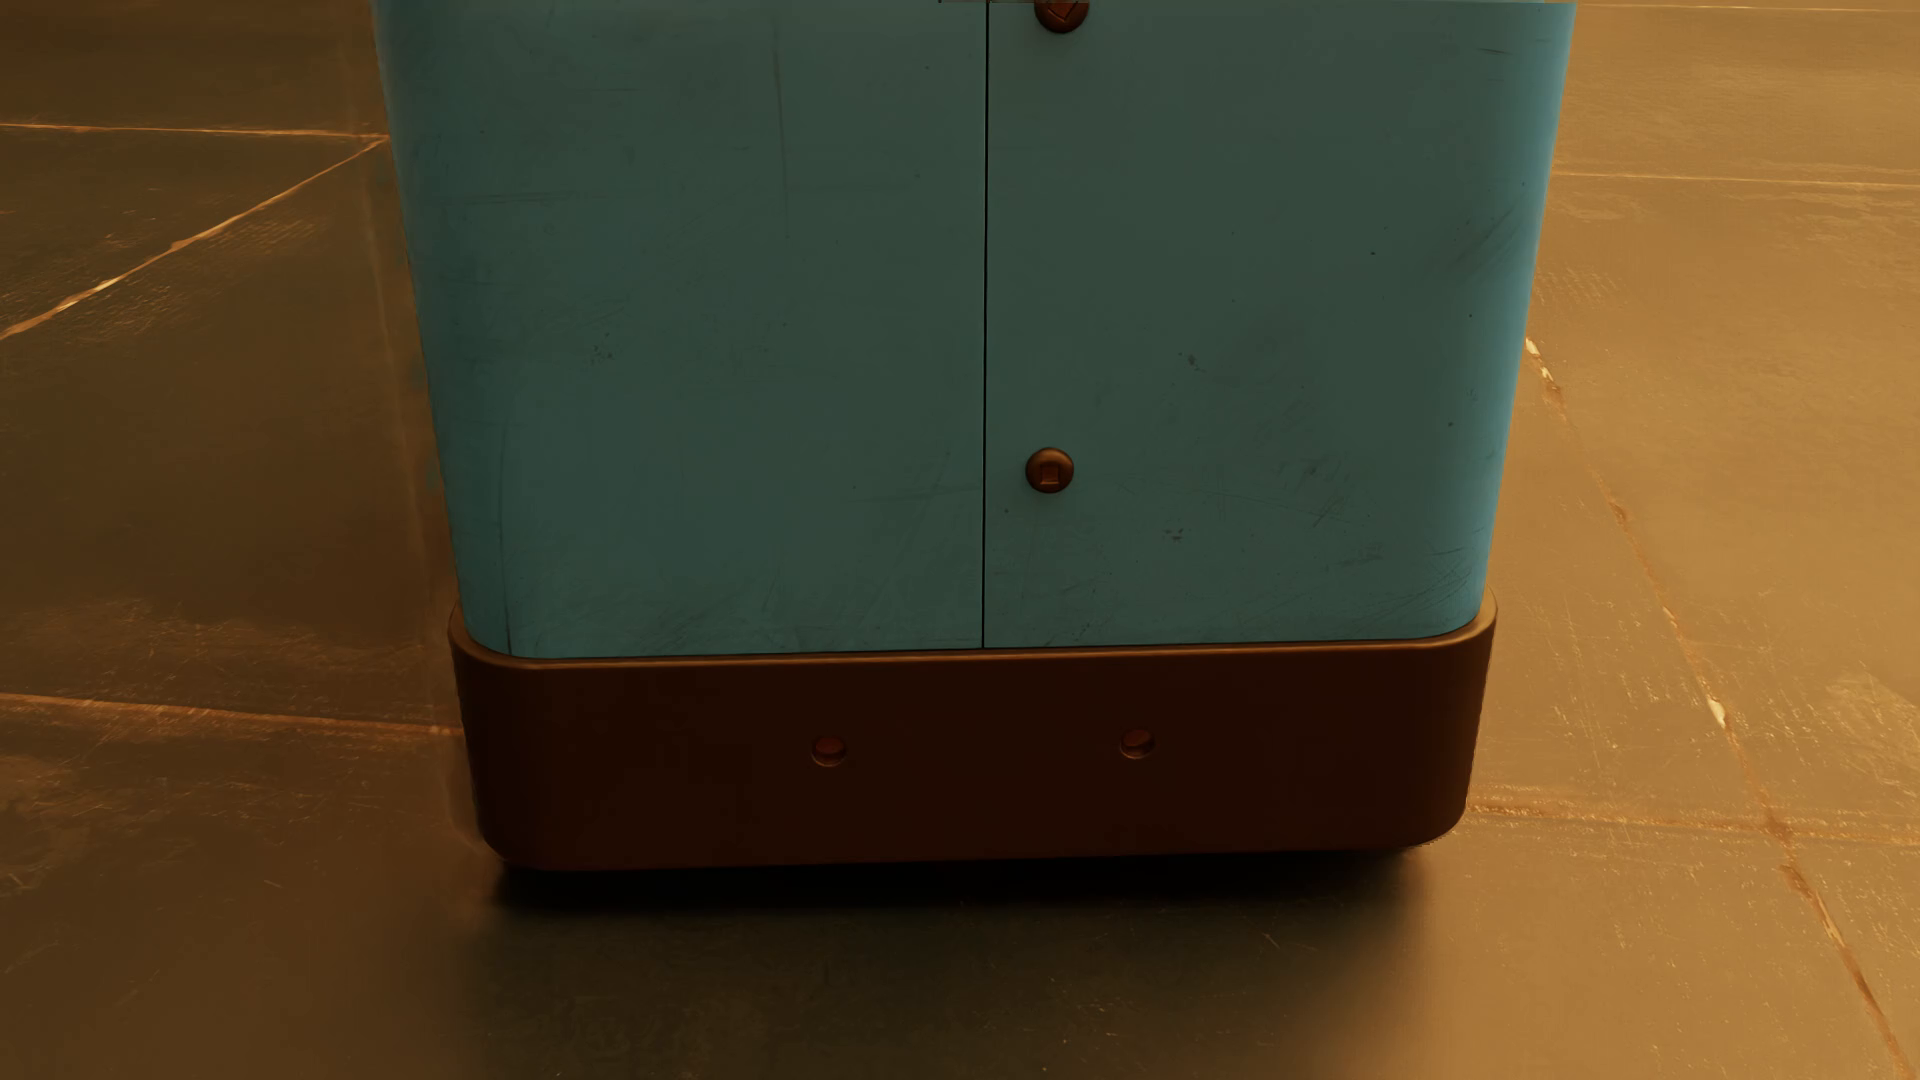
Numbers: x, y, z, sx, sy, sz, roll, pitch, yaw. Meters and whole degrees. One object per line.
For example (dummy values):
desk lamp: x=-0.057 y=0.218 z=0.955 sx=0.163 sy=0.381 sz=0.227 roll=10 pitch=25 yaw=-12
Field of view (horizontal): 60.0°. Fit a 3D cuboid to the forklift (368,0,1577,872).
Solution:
forklift: x=-0.046 y=-1.597 z=2.418 sx=1.130 sy=2.935 sz=3.031 roll=-1 pitch=27 yaw=-2
